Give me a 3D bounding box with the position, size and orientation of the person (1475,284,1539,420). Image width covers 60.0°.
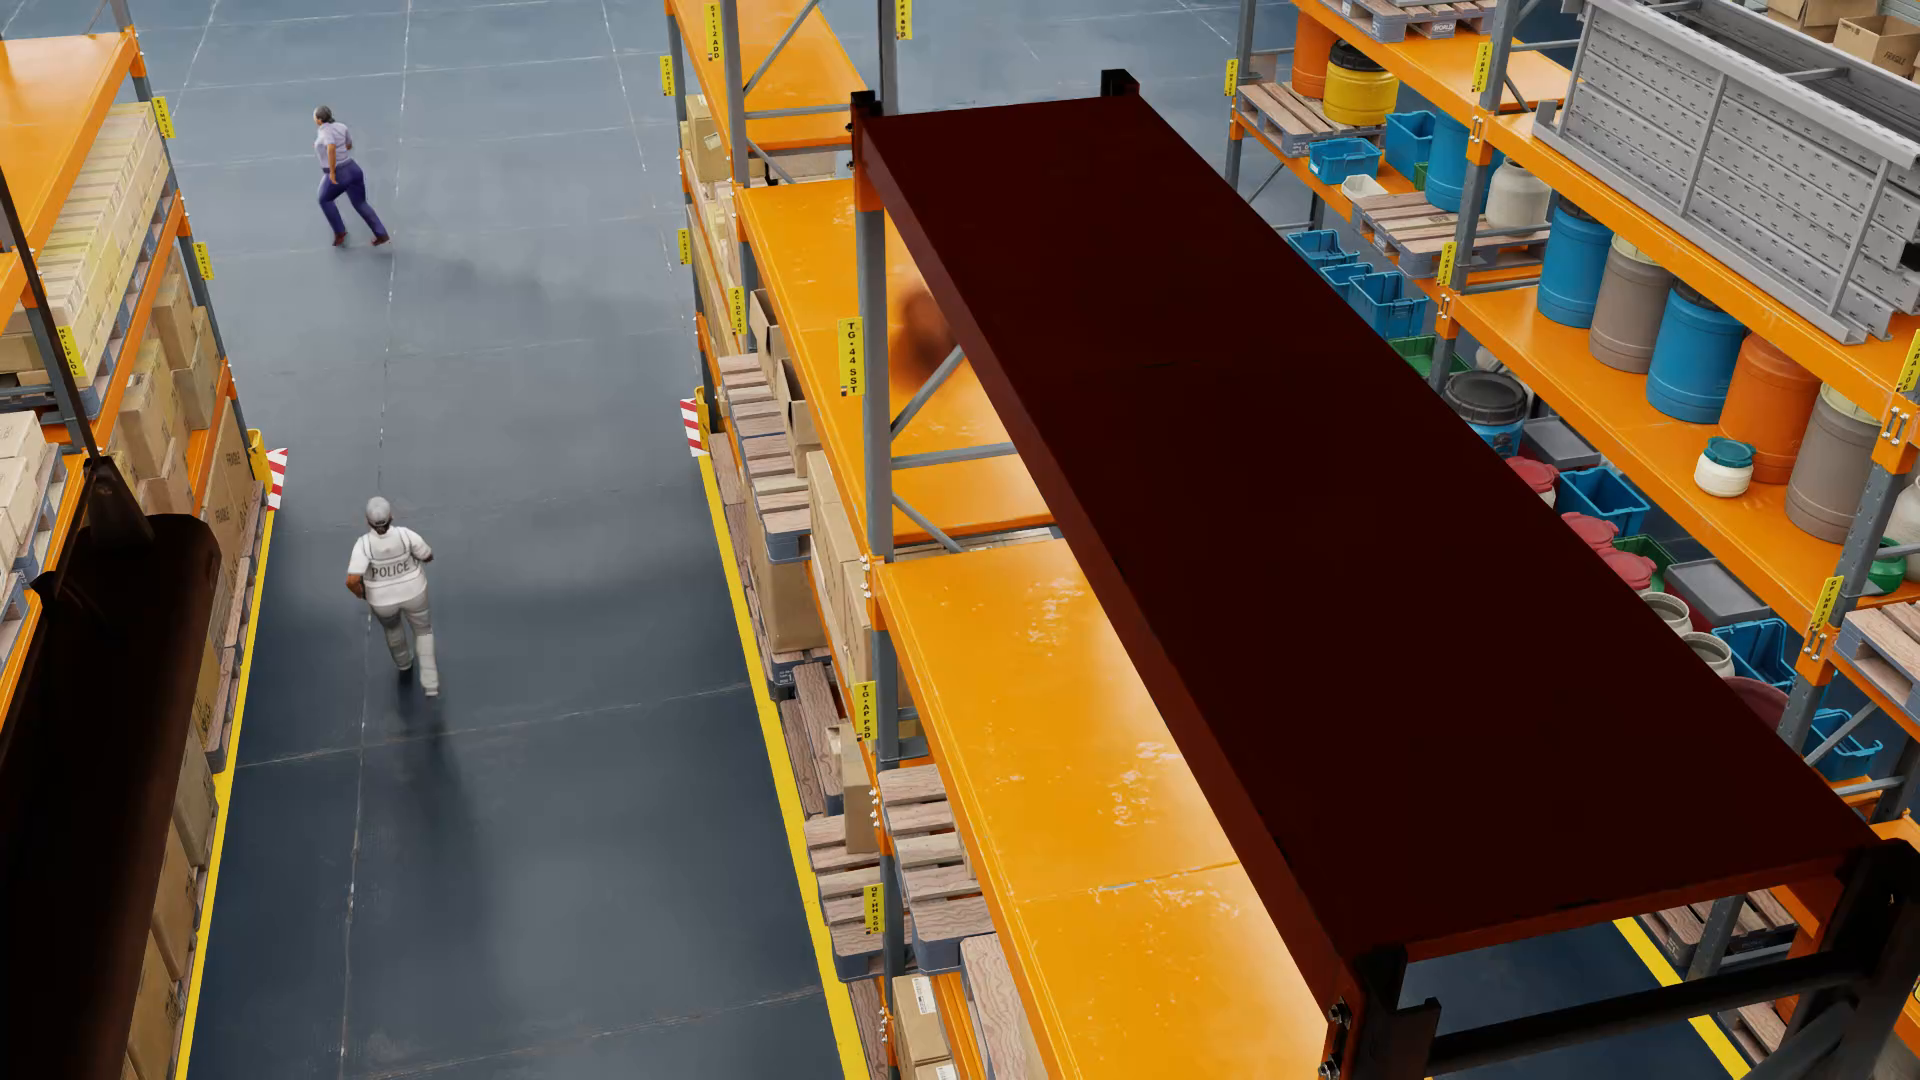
[{"bbox_3d":[5.022,-1.763,15.110,0.720,1.759,0.962,-19,39,-25],"label":"person"}]

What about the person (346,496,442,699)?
[{"bbox_3d":[-4.058,0.407,12.000,0.607,1.651,0.941,-11,36,-16],"label":"person"}]

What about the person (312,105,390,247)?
[{"bbox_3d":[-6.828,-3.994,18.497,0.832,1.690,0.626,13,37,18],"label":"person"}]
